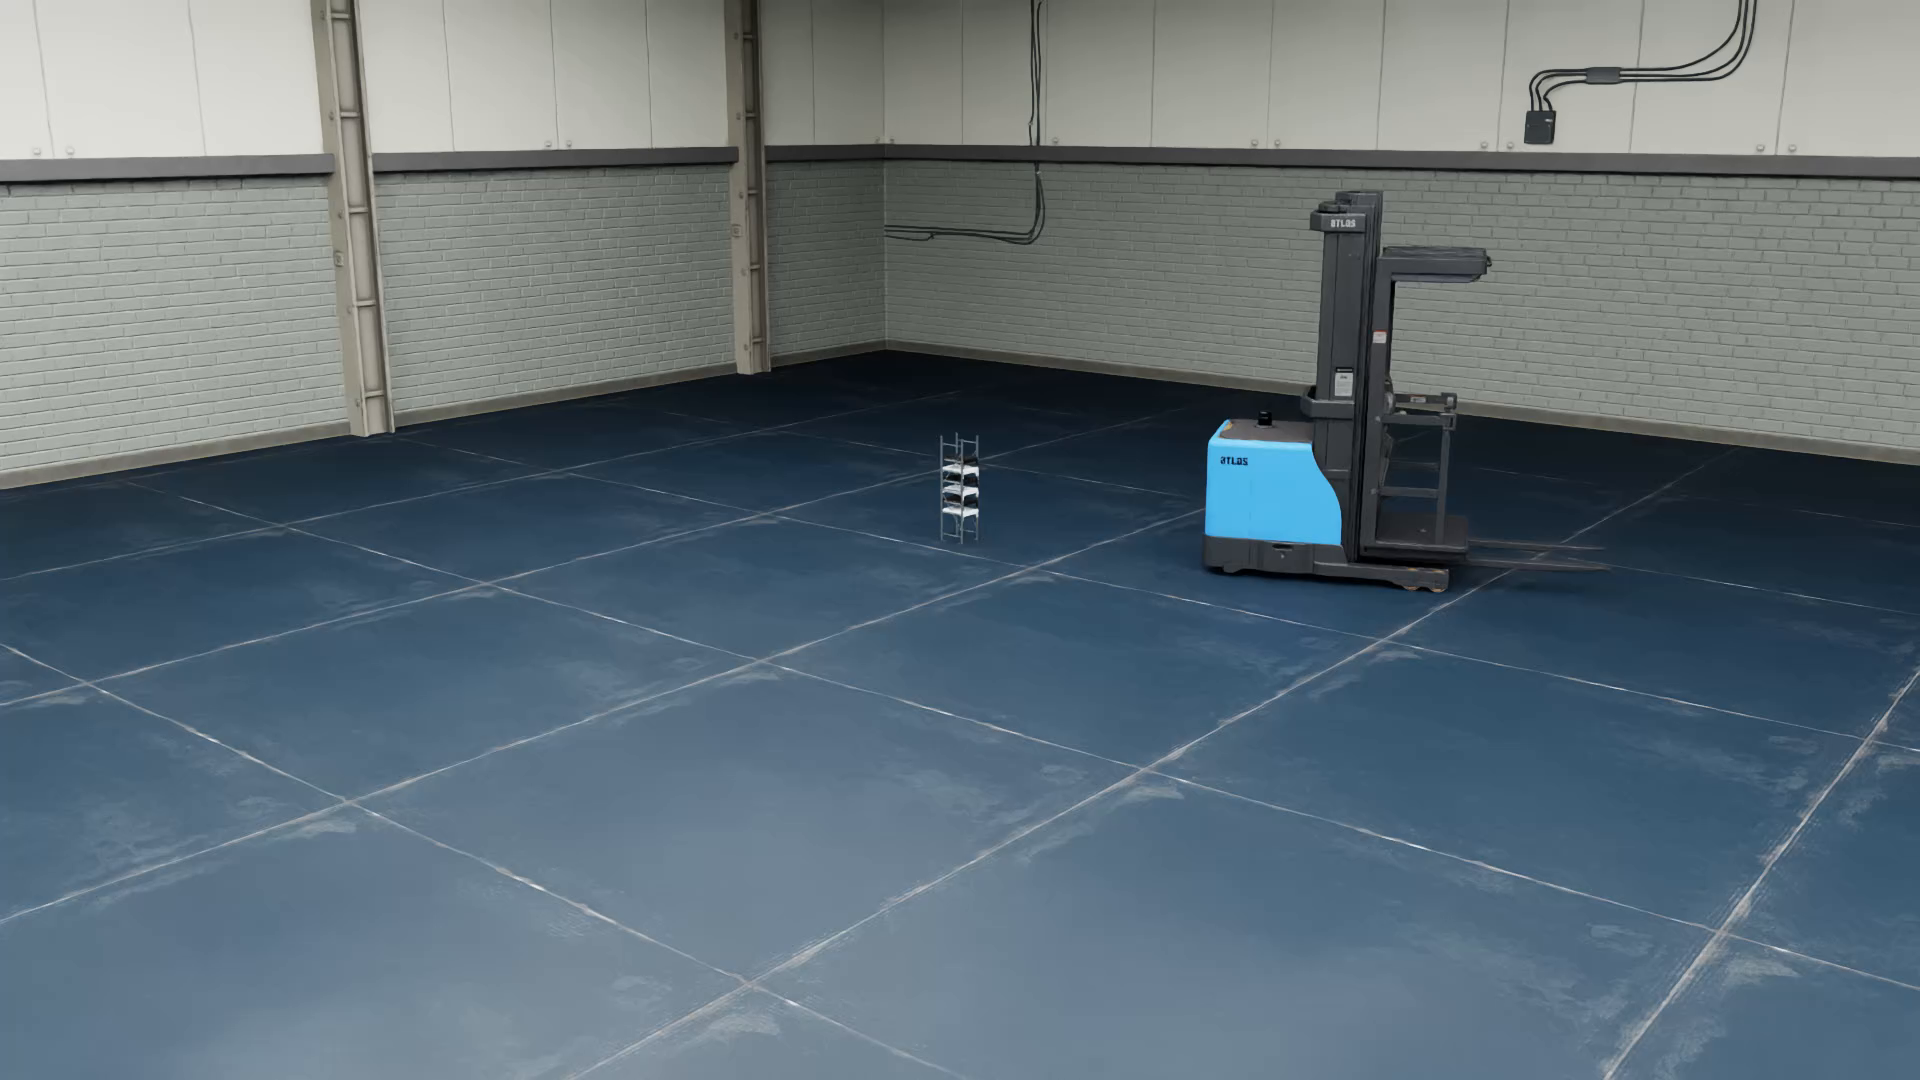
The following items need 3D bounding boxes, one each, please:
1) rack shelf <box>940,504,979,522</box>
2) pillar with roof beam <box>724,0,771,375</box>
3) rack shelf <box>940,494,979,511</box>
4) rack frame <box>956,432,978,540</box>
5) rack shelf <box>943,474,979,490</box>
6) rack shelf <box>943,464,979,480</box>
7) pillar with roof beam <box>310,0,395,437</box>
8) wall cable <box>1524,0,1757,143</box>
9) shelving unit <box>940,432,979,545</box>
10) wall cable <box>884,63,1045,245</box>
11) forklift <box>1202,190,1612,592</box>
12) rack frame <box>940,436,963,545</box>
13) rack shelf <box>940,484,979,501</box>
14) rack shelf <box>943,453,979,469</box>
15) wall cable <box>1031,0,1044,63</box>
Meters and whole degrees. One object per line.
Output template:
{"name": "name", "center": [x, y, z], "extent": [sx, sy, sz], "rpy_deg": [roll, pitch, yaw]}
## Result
{"name": "rack shelf", "center": [-0.005, -0.228, 14.059], "extent": [0.258, 0.077, 0.200], "rpy_deg": [11, 18, 38]}
{"name": "pillar with roof beam", "center": [0.437, -6.062, 19.709], "extent": [9.100, 9.000, 0.400], "rpy_deg": [11, 18, 38]}
{"name": "rack shelf", "center": [-0.005, -0.315, 14.036], "extent": [0.258, 0.077, 0.200], "rpy_deg": [11, 18, 38]}
{"name": "rack frame", "center": [0.059, -0.454, 14.083], "extent": [0.240, 0.900, 0.006], "rpy_deg": [11, 18, 38]}
{"name": "rack shelf", "center": [-0.005, -0.490, 13.992], "extent": [0.258, 0.077, 0.200], "rpy_deg": [11, 18, 38]}
{"name": "rack shelf", "center": [-0.005, -0.577, 13.970], "extent": [0.258, 0.077, 0.200], "rpy_deg": [11, 18, 38]}
{"name": "pillar with roof beam", "center": [-3.334, -4.913, 15.186], "extent": [9.100, 9.000, 0.400], "rpy_deg": [11, 18, 38]}
{"name": "wall cable", "center": [7.343, -7.264, 17.533], "extent": [2.305, 6.003, 0.169], "rpy_deg": [11, 18, 38]}
{"name": "shelving unit", "center": [-0.005, -0.435, 14.006], "extent": [0.258, 0.900, 0.210], "rpy_deg": [11, 18, 38]}
{"name": "wall cable", "center": [-0.031, -5.583, 24.129], "extent": [3.097, 2.526, 0.112], "rpy_deg": [11, 18, 38]}
{"name": "forklift", "center": [3.485, -1.170, 12.776], "extent": [3.031, 2.935, 1.130], "rpy_deg": [4, 15, 16]}
{"name": "rack frame", "center": [-0.069, -0.415, 13.929], "extent": [0.240, 0.900, 0.006], "rpy_deg": [11, 18, 38]}
{"name": "rack shelf", "center": [-0.005, -0.402, 14.014], "extent": [0.258, 0.077, 0.200], "rpy_deg": [11, 18, 38]}
{"name": "rack shelf", "center": [-0.005, -0.664, 13.948], "extent": [0.258, 0.077, 0.200], "rpy_deg": [11, 18, 38]}
{"name": "wall cable", "center": [2.073, -7.612, 21.859], "extent": [3.097, 2.526, 0.112], "rpy_deg": [11, 18, 38]}
